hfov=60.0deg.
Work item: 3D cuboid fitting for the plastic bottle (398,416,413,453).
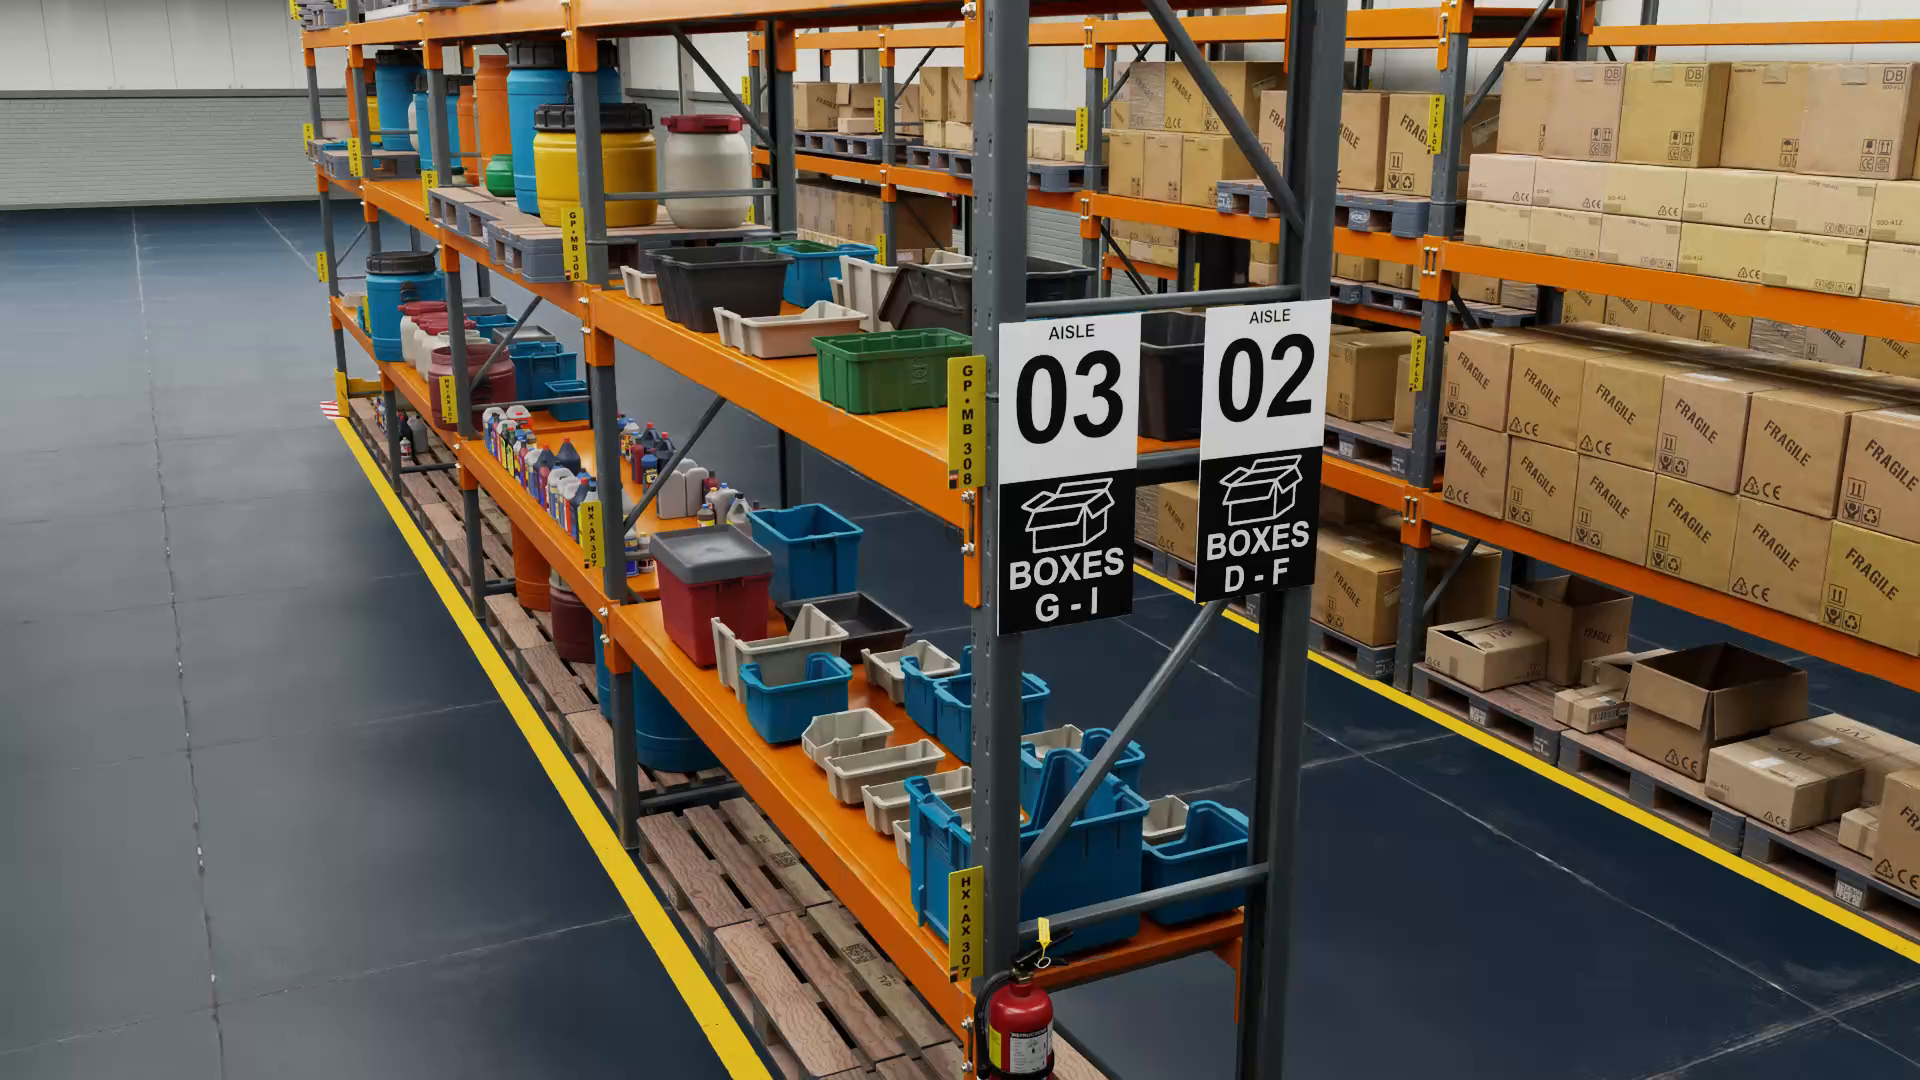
[{"bbox_3d":[-5.294,-1.003,15.813,0.144,0.351,0.185,-8,18,-26],"label":"plastic bottle"}]

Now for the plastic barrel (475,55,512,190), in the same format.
[{"bbox_3d":[-2.755,-2.657,10.595,0.600,0.830,0.708,-8,18,-25],"label":"plastic barrel"}]

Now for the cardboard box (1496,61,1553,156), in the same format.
[{"bbox_3d":[3.453,-2.409,9.274,0.700,0.500,0.500,-8,18,-25],"label":"cardboard box"}]

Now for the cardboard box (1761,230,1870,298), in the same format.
[{"bbox_3d":[4.056,-1.275,7.591,0.500,0.250,0.500,-8,18,-25],"label":"cardboard box"}]

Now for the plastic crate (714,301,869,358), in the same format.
[{"bbox_3d":[-0.624,-0.762,6.008,0.437,0.136,0.530,-8,18,-25],"label":"plastic crate"}]

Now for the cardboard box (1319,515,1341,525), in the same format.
[{"bbox_3d":[2.757,0.031,11.940,0.500,0.500,0.500,-7,18,-24],"label":"cardboard box"}]

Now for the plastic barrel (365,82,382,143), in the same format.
[{"bbox_3d":[-5.892,-4.399,17.101,0.600,0.588,0.600,0,16,0],"label":"plastic barrel"}]

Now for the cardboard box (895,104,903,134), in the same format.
[{"bbox_3d":[-0.519,-4.497,17.690,0.500,0.311,0.500,-9,18,-28],"label":"cardboard box"}]

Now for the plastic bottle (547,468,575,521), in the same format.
[{"bbox_3d":[-2.253,-0.262,9.451,0.152,0.276,0.135,-8,18,-25],"label":"plastic bottle"}]

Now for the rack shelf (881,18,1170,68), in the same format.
[{"bbox_3d":[0.578,-4.387,14.755,1.077,0.370,4.000,-8,18,-25],"label":"rack shelf"}]

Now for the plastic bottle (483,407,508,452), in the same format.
[{"bbox_3d":[-3.102,-0.742,11.124,0.152,0.276,0.135,-8,18,-25],"label":"plastic bottle"}]

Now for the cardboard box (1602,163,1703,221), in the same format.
[{"bbox_3d":[3.625,-1.764,8.389,0.500,0.250,0.500,-8,18,-25],"label":"cardboard box"}]

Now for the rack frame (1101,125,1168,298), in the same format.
[{"bbox_3d":[2.400,-4.129,22.702,1.000,3.000,0.127,-8,18,-25],"label":"rack frame"}]

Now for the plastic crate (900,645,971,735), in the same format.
[{"bbox_3d":[-0.016,0.585,6.469,0.416,0.233,0.300,-8,18,-25],"label":"plastic crate"}]

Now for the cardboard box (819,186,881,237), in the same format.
[{"bbox_3d":[-1.158,-3.692,18.645,0.700,0.500,0.500,-8,18,-25],"label":"cardboard box"}]

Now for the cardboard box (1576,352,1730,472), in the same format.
[{"bbox_3d":[3.611,-0.677,8.676,0.500,0.500,0.500,-8,18,-27],"label":"cardboard box"}]

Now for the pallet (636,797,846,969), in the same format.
[{"bbox_3d":[-0.891,1.561,7.927,1.003,0.211,1.213,-8,18,-25],"label":"pallet"}]

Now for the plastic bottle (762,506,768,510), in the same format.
[{"bbox_3d":[-1.025,-0.043,8.674,0.061,0.283,0.133,-8,18,-25],"label":"plastic bottle"}]

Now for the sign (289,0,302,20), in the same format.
[{"bbox_3d":[-7.002,-5.650,17.503,0.100,0.325,0.005,-8,18,-25],"label":"sign"}]

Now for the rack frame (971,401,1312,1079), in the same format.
[{"bbox_3d":[0.504,1.035,4.705,1.000,3.000,0.127,-8,18,-25],"label":"rack frame"}]

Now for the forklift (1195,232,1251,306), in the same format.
[{"bbox_3d":[2.891,-2.072,15.657,3.031,2.935,1.130,3,16,11],"label":"forklift"}]

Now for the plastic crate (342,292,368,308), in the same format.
[{"bbox_3d":[-6.403,-2.544,17.657,0.298,0.136,0.250,-8,18,-25],"label":"plastic crate"}]

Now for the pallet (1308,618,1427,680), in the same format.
[{"bbox_3d":[2.816,0.589,11.315,1.003,0.211,1.213,-8,18,-25],"label":"pallet"}]

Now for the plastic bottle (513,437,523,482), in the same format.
[{"bbox_3d":[-2.713,-0.503,10.299,0.097,0.271,0.097,0,16,0],"label":"plastic bottle"}]

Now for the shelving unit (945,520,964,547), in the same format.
[{"bbox_3d":[0.023,-0.491,13.560,0.215,1.050,0.252,-8,18,-25],"label":"shelving unit"}]

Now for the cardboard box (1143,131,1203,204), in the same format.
[{"bbox_3d":[1.899,-2.805,12.469,0.910,0.500,0.500,-8,18,-25],"label":"cardboard box"}]

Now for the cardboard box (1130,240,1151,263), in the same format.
[{"bbox_3d":[2.569,-3.780,21.722,0.500,0.250,0.500,-8,18,-27],"label":"cardboard box"}]

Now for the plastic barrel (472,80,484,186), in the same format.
[{"bbox_3d":[-3.165,-2.861,11.935,0.600,0.901,0.600,0,16,0],"label":"plastic barrel"}]

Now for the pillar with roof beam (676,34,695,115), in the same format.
[{"bbox_3d":[-10.899,-12.375,40.558,9.100,9.000,0.400,-8,18,-25],"label":"pillar with roof beam"}]

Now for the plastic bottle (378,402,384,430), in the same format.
[{"bbox_3d":[-5.841,-1.260,16.852,0.097,0.271,0.097,0,16,0],"label":"plastic bottle"}]

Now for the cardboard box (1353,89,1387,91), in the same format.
[{"bbox_3d":[4.320,-4.684,18.254,0.500,0.500,0.500,-5,17,-17],"label":"cardboard box"}]

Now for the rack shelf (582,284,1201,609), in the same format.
[{"bbox_3d":[-0.372,-0.557,6.119,1.077,0.370,4.000,-8,18,-25],"label":"rack shelf"}]

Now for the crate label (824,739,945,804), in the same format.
[{"bbox_3d":[-0.274,0.813,5.848,0.396,0.136,0.243,-8,18,-25],"label":"crate label"}]

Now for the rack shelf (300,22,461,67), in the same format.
[{"bbox_3d":[-5.629,-4.782,16.129,1.077,0.370,4.000,-8,18,-25],"label":"rack shelf"}]

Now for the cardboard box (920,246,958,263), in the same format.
[{"bbox_3d":[-0.242,-2.988,17.367,0.380,0.149,0.250,-8,18,-25],"label":"cardboard box"}]

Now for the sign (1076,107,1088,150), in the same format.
[{"bbox_3d":[0.951,-3.209,12.977,0.100,0.325,0.005,-8,18,-25],"label":"sign"}]

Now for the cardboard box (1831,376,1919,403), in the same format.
[{"bbox_3d":[4.551,-0.486,8.013,0.500,0.500,0.500,-7,18,-24],"label":"cardboard box"}]

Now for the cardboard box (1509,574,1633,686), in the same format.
[{"bbox_3d":[3.711,0.543,10.155,0.500,0.500,0.500,-8,18,-25],"label":"cardboard box"}]

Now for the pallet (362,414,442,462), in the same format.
[{"bbox_3d":[-5.548,-1.074,17.112,1.003,0.211,1.213,-8,18,-25],"label":"pallet"}]

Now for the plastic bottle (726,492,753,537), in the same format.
[{"bbox_3d":[-1.129,-0.069,8.644,0.144,0.351,0.185,-8,18,-25],"label":"plastic bottle"}]

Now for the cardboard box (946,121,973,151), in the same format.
[{"bbox_3d":[0.206,-3.820,15.695,0.500,0.250,0.500,-10,19,-30],"label":"cardboard box"}]

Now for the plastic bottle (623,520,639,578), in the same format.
[{"bbox_3d":[-1.712,0.044,8.383,0.152,0.276,0.135,-8,18,-25],"label":"plastic bottle"}]

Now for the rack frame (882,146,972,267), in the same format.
[{"bbox_3d":[-0.299,-2.538,17.156,1.000,3.000,0.127,-8,18,-25],"label":"rack frame"}]

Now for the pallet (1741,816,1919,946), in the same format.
[{"bbox_3d":[4.575,1.562,7.926,1.003,0.211,1.213,-8,18,-25],"label":"pallet"}]

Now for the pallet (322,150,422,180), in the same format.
[{"bbox_3d":[-5.157,-3.458,15.268,1.213,0.211,1.003,-8,18,-25],"label":"pallet"}]

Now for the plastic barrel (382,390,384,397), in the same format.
[{"bbox_3d":[-6.148,-1.784,18.279,0.421,0.512,0.421,0,16,0],"label":"plastic barrel"}]

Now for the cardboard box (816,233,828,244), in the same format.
[{"bbox_3d":[-1.400,-3.385,18.751,0.380,0.149,0.250,-7,18,-24],"label":"cardboard box"}]

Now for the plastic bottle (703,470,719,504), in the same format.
[{"bbox_3d":[-1.415,-0.263,9.441,0.061,0.283,0.133,-8,18,-25],"label":"plastic bottle"}]

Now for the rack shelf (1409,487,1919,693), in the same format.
[{"bbox_3d":[4.082,0.288,8.615,1.077,0.370,4.000,-8,18,-25],"label":"rack shelf"}]

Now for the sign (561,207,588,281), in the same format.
[{"bbox_3d":[-1.744,-1.337,7.516,0.100,0.325,0.005,-8,18,-25],"label":"sign"}]

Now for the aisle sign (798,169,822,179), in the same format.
[{"bbox_3d":[-1.816,-4.831,20.434,0.394,0.787,0.004,-8,18,-25],"label":"aisle sign"}]

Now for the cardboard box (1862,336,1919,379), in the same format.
[{"bbox_3d":[7.229,-1.438,12.568,0.500,0.500,0.500,-8,18,-26],"label":"cardboard box"}]

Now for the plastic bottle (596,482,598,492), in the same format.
[{"bbox_3d":[-1.989,-0.189,9.203,0.097,0.271,0.097,0,16,0],"label":"plastic bottle"}]

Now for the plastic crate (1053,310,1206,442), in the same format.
[{"bbox_3d":[0.586,-0.473,4.759,0.497,0.269,0.590,-8,18,-25],"label":"plastic crate"}]
